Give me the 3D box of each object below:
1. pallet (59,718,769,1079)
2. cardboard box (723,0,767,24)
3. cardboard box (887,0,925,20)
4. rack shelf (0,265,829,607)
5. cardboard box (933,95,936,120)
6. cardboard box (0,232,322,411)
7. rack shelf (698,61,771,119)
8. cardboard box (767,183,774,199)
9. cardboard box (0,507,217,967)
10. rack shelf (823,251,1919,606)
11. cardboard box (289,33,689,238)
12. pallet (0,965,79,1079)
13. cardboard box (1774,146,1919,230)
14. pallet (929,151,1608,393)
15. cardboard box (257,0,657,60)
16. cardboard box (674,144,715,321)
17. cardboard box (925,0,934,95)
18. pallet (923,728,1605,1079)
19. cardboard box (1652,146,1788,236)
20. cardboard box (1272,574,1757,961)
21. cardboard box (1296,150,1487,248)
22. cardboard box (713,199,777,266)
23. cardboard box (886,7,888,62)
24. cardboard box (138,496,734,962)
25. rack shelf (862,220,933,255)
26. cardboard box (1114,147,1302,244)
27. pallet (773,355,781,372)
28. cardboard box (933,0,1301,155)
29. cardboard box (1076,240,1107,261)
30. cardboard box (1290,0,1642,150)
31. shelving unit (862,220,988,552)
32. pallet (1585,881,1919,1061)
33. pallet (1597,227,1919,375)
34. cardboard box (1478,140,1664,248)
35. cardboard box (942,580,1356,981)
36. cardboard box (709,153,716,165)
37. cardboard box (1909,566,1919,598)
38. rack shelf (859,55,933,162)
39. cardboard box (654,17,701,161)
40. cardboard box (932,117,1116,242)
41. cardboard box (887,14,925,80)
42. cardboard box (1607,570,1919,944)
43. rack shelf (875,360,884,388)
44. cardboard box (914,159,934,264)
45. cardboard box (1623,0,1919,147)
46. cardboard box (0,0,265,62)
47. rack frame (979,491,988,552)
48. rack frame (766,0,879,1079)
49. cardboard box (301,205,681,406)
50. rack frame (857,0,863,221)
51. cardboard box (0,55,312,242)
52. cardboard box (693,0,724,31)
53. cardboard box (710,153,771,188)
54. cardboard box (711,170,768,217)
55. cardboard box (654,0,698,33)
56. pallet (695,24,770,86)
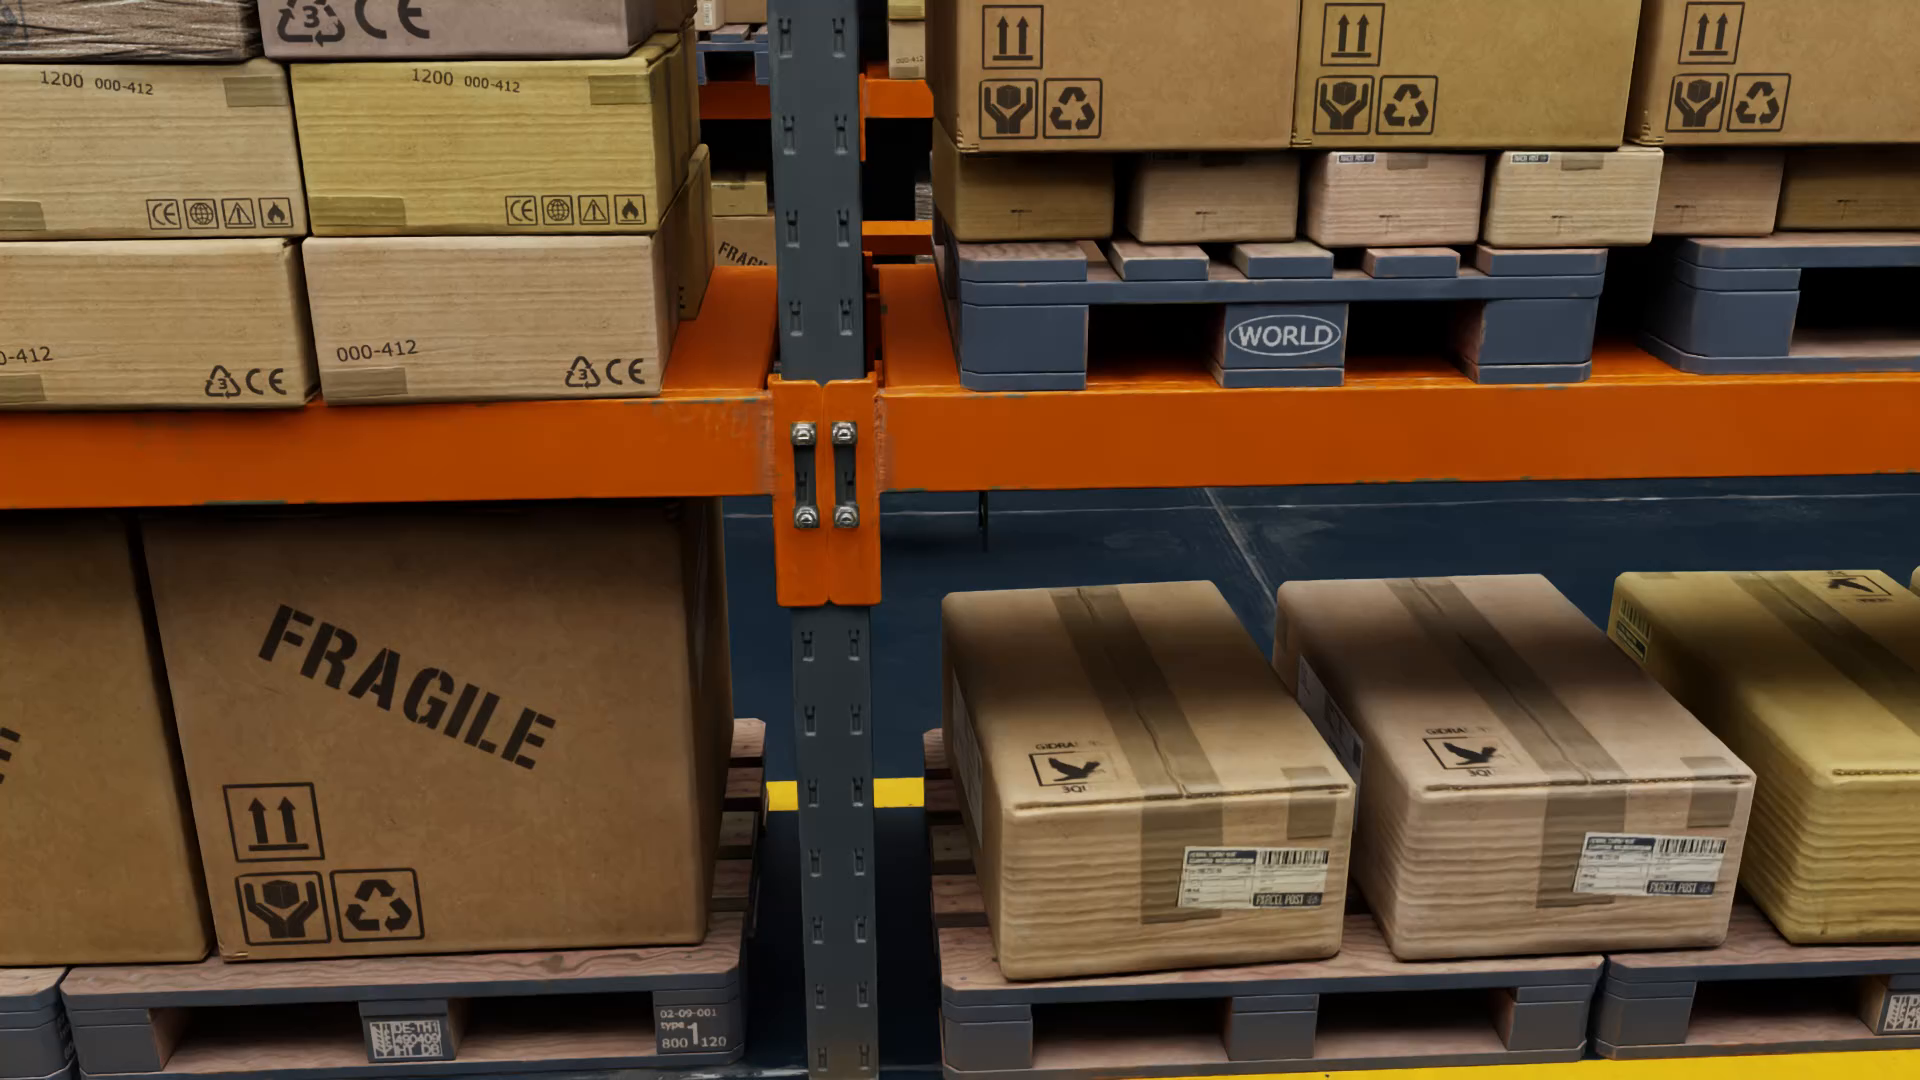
[{"bbox_3d":[-1.030,0.707,3.467,1.213,0.211,1.003,-1,21,-3],"label":"pallet"},{"bbox_3d":[-1.048,-2.637,7.600,0.500,0.500,0.500,0,21,-1],"label":"cardboard box"},{"bbox_3d":[-0.067,-2.425,7.284,0.500,0.250,0.500,-1,21,-3],"label":"cardboard box"},{"bbox_3d":[-2.235,-0.209,2.964,4.000,0.370,1.077,-1,21,-3],"label":"rack shelf"},{"bbox_3d":[0.075,-0.755,3.150,0.250,0.149,0.380,0,21,-1],"label":"cardboard box"},{"bbox_3d":[-1.238,-0.397,2.658,0.500,0.250,0.500,-1,21,-2],"label":"cardboard box"},{"bbox_3d":[-2.522,-1.972,7.595,4.000,0.370,1.077,-1,21,-3],"label":"rack shelf"},{"bbox_3d":[-0.962,-1.468,8.183,0.500,0.500,0.500,0,21,-1],"label":"cardboard box"},{"bbox_3d":[-1.823,0.212,3.243,0.875,0.875,0.875,-1,21,-2],"label":"cardboard box"},{"bbox_3d":[1.758,-0.290,3.178,4.000,0.370,1.077,-1,21,-3],"label":"rack shelf"},{"bbox_3d":[-0.707,-0.649,2.618,0.500,0.250,0.500,-1,21,-3],"label":"cardboard box"},{"bbox_3d":[-2.245,0.731,3.405,1.213,0.211,1.003,-1,21,-3],"label":"pallet"},{"bbox_3d":[1.448,-0.638,2.845,0.250,0.149,0.380,0,21,-1],"label":"cardboard box"},{"bbox_3d":[0.467,-0.548,3.114,1.003,0.211,1.213,-1,21,-3],"label":"pallet"},{"bbox_3d":[-0.740,-0.996,2.476,0.500,0.500,0.500,-2,21,-5],"label":"cardboard box"},{"bbox_3d":[-0.741,-0.595,3.178,0.500,0.250,0.500,-2,21,-4],"label":"cardboard box"},{"bbox_3d":[0.200,-1.075,3.081,0.500,0.500,0.500,-2,21,-5],"label":"cardboard box"},{"bbox_3d":[0.542,0.702,3.479,1.213,0.211,1.003,-1,21,-3],"label":"pallet"},{"bbox_3d":[1.169,-0.619,2.793,0.250,0.149,0.380,0,21,0],"label":"cardboard box"},{"bbox_3d":[1.062,0.421,3.403,0.625,0.372,0.950,-2,21,-4],"label":"cardboard box"},{"bbox_3d":[0.657,-0.588,2.712,0.250,0.149,0.380,-3,21,-7],"label":"cardboard box"},{"bbox_3d":[-0.935,-1.292,7.721,0.500,0.500,0.500,-1,21,-1],"label":"cardboard box"},{"bbox_3d":[-0.091,-2.378,7.863,0.500,0.250,0.500,-2,21,-4],"label":"cardboard box"},{"bbox_3d":[-0.933,0.196,3.287,0.875,0.875,0.875,-1,21,-4],"label":"cardboard box"},{"bbox_3d":[-0.165,-0.925,5.259,0.480,0.148,0.258,-1,21,-3],"label":"rack shelf"},{"bbox_3d":[0.381,-0.599,2.740,0.250,0.149,0.380,-2,21,-6],"label":"cardboard box"},{"bbox_3d":[-1.273,-1.044,8.066,1.213,0.211,1.003,-1,21,-3],"label":"pallet"},{"bbox_3d":[0.224,-0.894,2.605,0.500,0.500,0.500,-2,21,-5],"label":"cardboard box"},{"bbox_3d":[0.750,-1.459,7.984,0.625,0.625,0.875,0,21,-1],"label":"cardboard box"},{"bbox_3d":[0.744,-0.907,2.640,0.500,0.500,0.500,0,21,0],"label":"cardboard box"},{"bbox_3d":[-0.165,-0.557,5.399,0.503,1.200,0.258,-1,21,-3],"label":"shelving unit"},{"bbox_3d":[1.757,0.679,3.542,1.213,0.211,1.003,-1,21,-3],"label":"pallet"},{"bbox_3d":[1.736,-0.551,3.121,1.213,0.211,1.003,-1,21,-3],"label":"pallet"},{"bbox_3d":[0.932,-0.586,2.707,0.250,0.149,0.380,-1,21,-3],"label":"cardboard box"},{"bbox_3d":[0.326,0.438,3.357,0.625,0.372,0.950,-3,21,-7],"label":"cardboard box"},{"bbox_3d":[-1.331,-1.784,8.102,0.250,0.149,0.380,-1,21,-1],"label":"cardboard box"},{"bbox_3d":[2.514,0.392,3.477,0.625,0.372,0.950,0,21,0],"label":"cardboard box"},{"bbox_3d":[1.471,-2.053,7.809,4.000,0.370,1.077,-1,21,-3],"label":"rack shelf"},{"bbox_3d":[-0.758,-0.826,3.084,0.500,0.250,0.500,-1,21,-3],"label":"cardboard box"},{"bbox_3d":[0.097,-0.605,2.757,0.250,0.149,0.380,-2,21,-6],"label":"cardboard box"},{"bbox_3d":[-0.069,-2.201,7.396,0.500,0.250,0.500,-1,21,-3],"label":"cardboard box"},{"bbox_3d":[1.820,0.407,3.439,0.625,0.372,0.950,0,21,-1],"label":"cardboard box"},{"bbox_3d":[-0.165,-0.494,5.423,0.480,0.148,0.258,-1,21,-3],"label":"rack shelf"},{"bbox_3d":[0.098,-1.443,7.942,0.625,0.625,0.875,-1,21,-1],"label":"cardboard box"},{"bbox_3d":[1.274,-0.921,2.674,0.500,0.500,0.500,-1,21,-2],"label":"cardboard box"},{"bbox_3d":[-1.251,-0.983,2.440,0.500,0.500,0.500,-1,21,-2],"label":"cardboard box"},{"bbox_3d":[0.078,-0.562,5.412,0.015,1.200,0.240,-1,21,-3],"label":"rack frame"},{"bbox_3d":[-0.238,-0.585,2.943,0.127,3.000,1.000,-1,21,-3],"label":"rack frame"},{"bbox_3d":[-0.728,-0.413,2.700,0.500,0.250,0.500,-2,21,-5],"label":"cardboard box"},{"bbox_3d":[-0.525,-2.349,7.574,0.127,3.000,1.000,-1,21,-3],"label":"rack frame"},{"bbox_3d":[-1.219,-0.637,2.587,0.500,0.250,0.500,-2,21,-4],"label":"cardboard box"},{"bbox_3d":[-1.159,-2.278,7.151,0.250,0.149,0.380,-1,21,-2],"label":"cardboard box"},{"bbox_3d":[-1.064,-1.780,8.092,0.250,0.149,0.380,0,21,0],"label":"cardboard box"},{"bbox_3d":[-1.004,-1.580,7.566,0.250,0.149,0.380,-2,21,-6],"label":"cardboard box"},{"bbox_3d":[-0.745,-1.176,2.949,0.500,0.500,0.500,-2,21,-5],"label":"cardboard box"},{"bbox_3d":[-1.198,-2.220,7.506,1.003,0.211,1.213,-1,21,-3],"label":"pallet"}]
